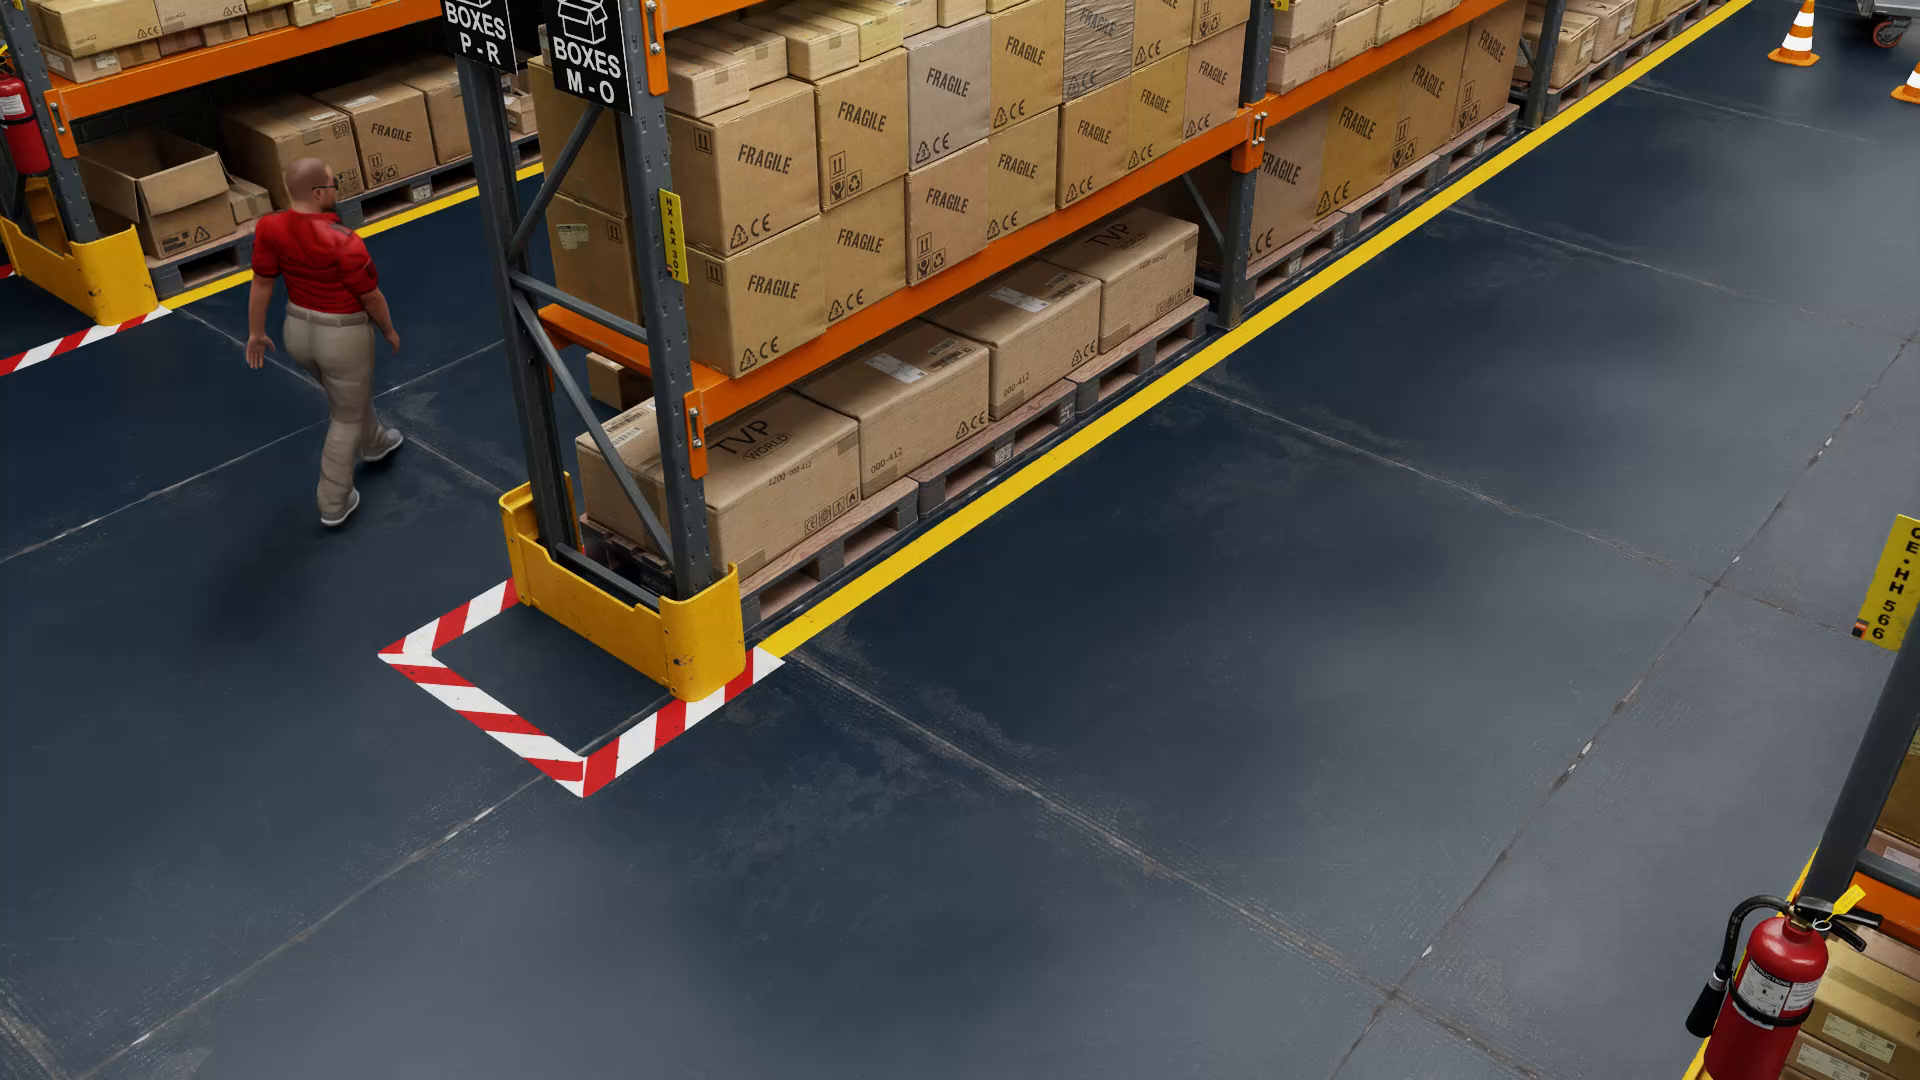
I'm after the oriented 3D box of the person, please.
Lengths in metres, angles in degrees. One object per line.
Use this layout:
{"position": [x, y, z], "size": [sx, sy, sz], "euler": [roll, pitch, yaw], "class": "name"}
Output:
{"position": [-2.797, -0.959, 7.526], "size": [0.641, 1.696, 0.829], "euler": [13, 37, 18], "class": "person"}
